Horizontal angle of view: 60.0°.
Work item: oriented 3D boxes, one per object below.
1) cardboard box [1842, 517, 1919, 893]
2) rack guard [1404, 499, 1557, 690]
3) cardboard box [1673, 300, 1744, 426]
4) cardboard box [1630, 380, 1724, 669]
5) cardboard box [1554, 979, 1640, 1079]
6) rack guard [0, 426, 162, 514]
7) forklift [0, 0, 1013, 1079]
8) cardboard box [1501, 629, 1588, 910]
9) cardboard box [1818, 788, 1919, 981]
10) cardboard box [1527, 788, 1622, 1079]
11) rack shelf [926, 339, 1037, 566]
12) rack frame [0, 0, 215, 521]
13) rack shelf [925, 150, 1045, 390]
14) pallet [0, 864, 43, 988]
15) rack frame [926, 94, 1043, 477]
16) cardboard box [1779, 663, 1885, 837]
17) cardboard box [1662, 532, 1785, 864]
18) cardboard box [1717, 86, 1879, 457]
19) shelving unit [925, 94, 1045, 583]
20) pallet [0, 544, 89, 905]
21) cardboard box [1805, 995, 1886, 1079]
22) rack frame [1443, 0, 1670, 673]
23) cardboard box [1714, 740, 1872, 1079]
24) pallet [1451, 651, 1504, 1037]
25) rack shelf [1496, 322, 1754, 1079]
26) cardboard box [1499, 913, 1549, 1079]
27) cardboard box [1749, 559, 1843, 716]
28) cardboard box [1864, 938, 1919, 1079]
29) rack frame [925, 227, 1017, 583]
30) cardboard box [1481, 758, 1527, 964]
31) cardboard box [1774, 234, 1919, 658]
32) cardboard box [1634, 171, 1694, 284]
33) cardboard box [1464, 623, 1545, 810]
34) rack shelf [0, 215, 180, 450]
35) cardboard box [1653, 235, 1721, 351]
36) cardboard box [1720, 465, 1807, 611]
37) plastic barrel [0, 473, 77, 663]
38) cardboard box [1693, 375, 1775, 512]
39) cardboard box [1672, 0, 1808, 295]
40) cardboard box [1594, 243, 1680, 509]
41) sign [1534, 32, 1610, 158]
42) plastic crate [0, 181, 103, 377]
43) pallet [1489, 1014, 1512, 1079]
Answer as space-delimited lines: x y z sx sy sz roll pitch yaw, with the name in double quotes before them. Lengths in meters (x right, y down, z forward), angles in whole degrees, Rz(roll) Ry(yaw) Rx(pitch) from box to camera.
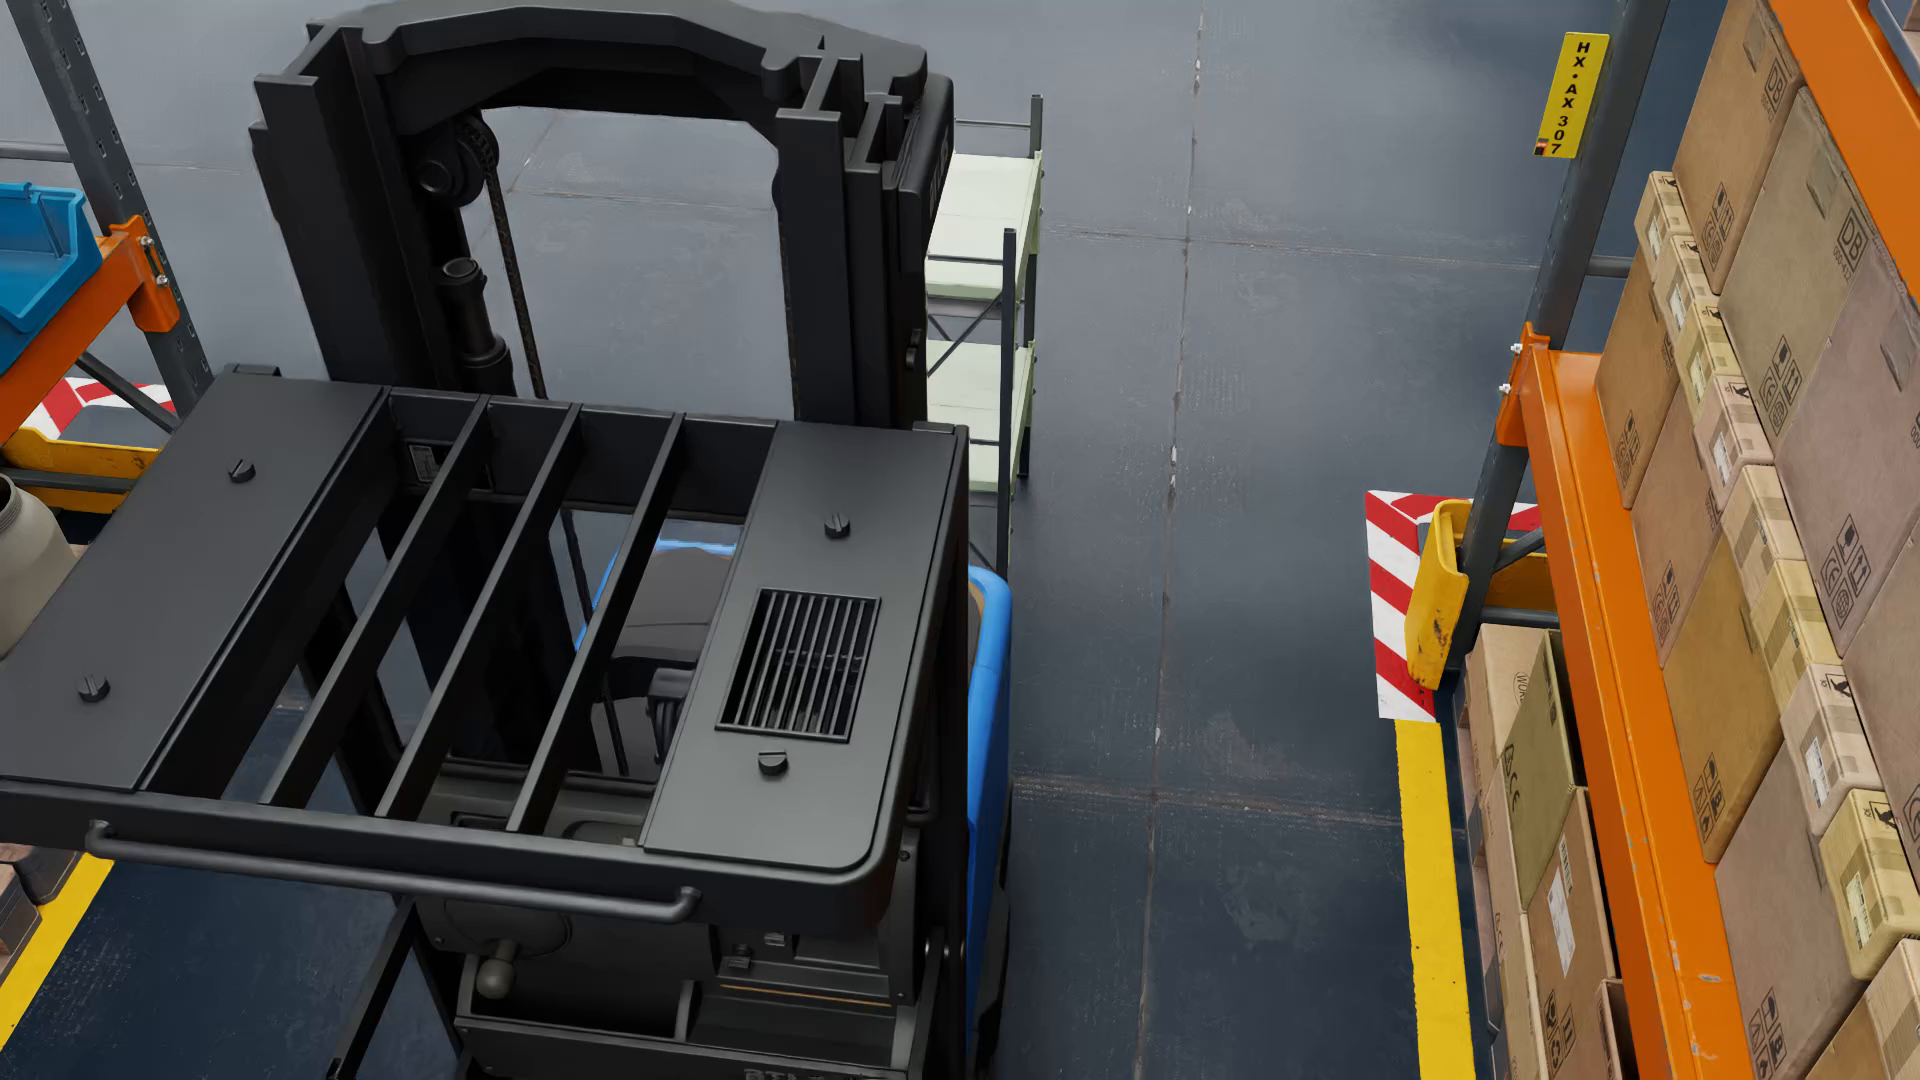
"cardboard box" 1.744 0.219 2.321 0.700 0.500 0.500 5 44 6
"rack guard" 2.025 0.220 5.154 1.175 0.500 0.348 5 44 6
"cardboard box" 1.690 -0.345 3.388 0.380 0.149 0.250 5 44 6
"cardboard box" 1.883 -0.032 3.529 0.700 0.500 0.500 6 44 7
"cardboard box" 1.529 1.270 3.376 0.500 0.500 0.500 5 44 6
"rack guard" -2.851 -0.160 5.555 1.175 0.500 0.348 5 44 6
"forklift" -0.564 0.746 2.831 1.130 2.935 3.031 5 44 6
"cardboard box" 1.666 0.589 4.095 0.500 0.500 0.500 5 44 6
"cardboard box" 1.518 0.532 2.462 0.380 0.149 0.250 7 44 7
"cardboard box" 1.613 0.931 3.734 0.500 0.500 0.500 5 44 6
"rack shelf" 0.001 -0.312 5.463 0.431 0.370 0.720 5 44 6
"rack frame" -2.888 -1.124 4.755 1.000 3.000 0.127 5 44 6
"rack shelf" 0.001 -0.833 4.971 0.431 0.370 0.720 5 44 6
"pallet" -3.128 1.327 4.195 1.003 0.211 1.213 5 44 6
"rack frame" 0.049 -0.799 5.503 0.400 1.500 0.023 5 44 6
"cardboard box" 1.552 0.353 2.652 0.380 0.149 0.250 6 44 6
"cardboard box" 1.811 0.306 3.173 0.700 0.500 0.500 6 44 6
"cardboard box" 1.876 -0.466 3.045 0.700 0.500 0.500 4 44 4
"shelving unit" 0.001 -0.549 5.239 0.431 1.500 0.755 5 44 6
"pallet" -2.964 0.498 5.070 1.003 0.211 1.213 5 44 6
"cardboard box" 1.679 1.014 2.425 0.700 0.500 0.500 6 44 6
"rack frame" 2.022 -0.671 4.277 1.000 3.000 0.127 5 44 6
"cardboard box" 1.745 0.665 2.793 0.700 0.500 0.500 6 44 7
"pallet" 1.962 0.867 4.681 1.003 0.211 1.213 5 44 6
"rack shelf" 1.757 0.953 3.085 1.077 0.370 4.000 5 44 6
"cardboard box" 1.601 1.202 3.993 0.500 0.250 0.500 5 44 6
"cardboard box" 1.588 0.183 2.831 0.380 0.149 0.250 5 44 5
"cardboard box" 1.486 0.713 2.271 0.380 0.149 0.250 6 44 7
"rack frame" -0.048 -0.300 4.976 0.400 1.500 0.023 5 44 6
"cardboard box" 1.668 0.861 4.353 0.500 0.250 0.500 5 44 6
"cardboard box" 1.810 -0.123 2.682 0.700 0.500 0.500 5 44 6
"cardboard box" 1.756 -0.695 3.758 0.380 0.149 0.250 5 44 5
"cardboard box" 1.730 0.520 4.713 0.500 0.250 0.500 5 44 6
"rack shelf" -3.152 0.501 3.563 1.077 0.370 4.000 5 44 6
"cardboard box" 1.724 -0.515 3.568 0.380 0.149 0.250 4 44 4
"cardboard box" 1.621 0.009 3.015 0.380 0.149 0.250 4 44 4
"plastic barrel" -2.899 0.083 4.985 0.421 0.512 0.421 0 43 0
"cardboard box" 1.654 -0.173 3.207 0.380 0.149 0.250 5 44 5
"cardboard box" 1.940 -0.825 3.424 0.700 0.500 0.500 5 44 6
"cardboard box" 1.947 -0.390 3.908 0.700 0.500 0.500 5 44 6
"sign" 1.472 -1.069 4.010 0.100 0.325 0.005 5 44 6
"plastic crate" -2.657 -0.701 4.417 0.499 0.251 0.616 5 44 6
"pallet" 1.798 1.696 3.806 1.003 0.211 1.213 5 44 6
